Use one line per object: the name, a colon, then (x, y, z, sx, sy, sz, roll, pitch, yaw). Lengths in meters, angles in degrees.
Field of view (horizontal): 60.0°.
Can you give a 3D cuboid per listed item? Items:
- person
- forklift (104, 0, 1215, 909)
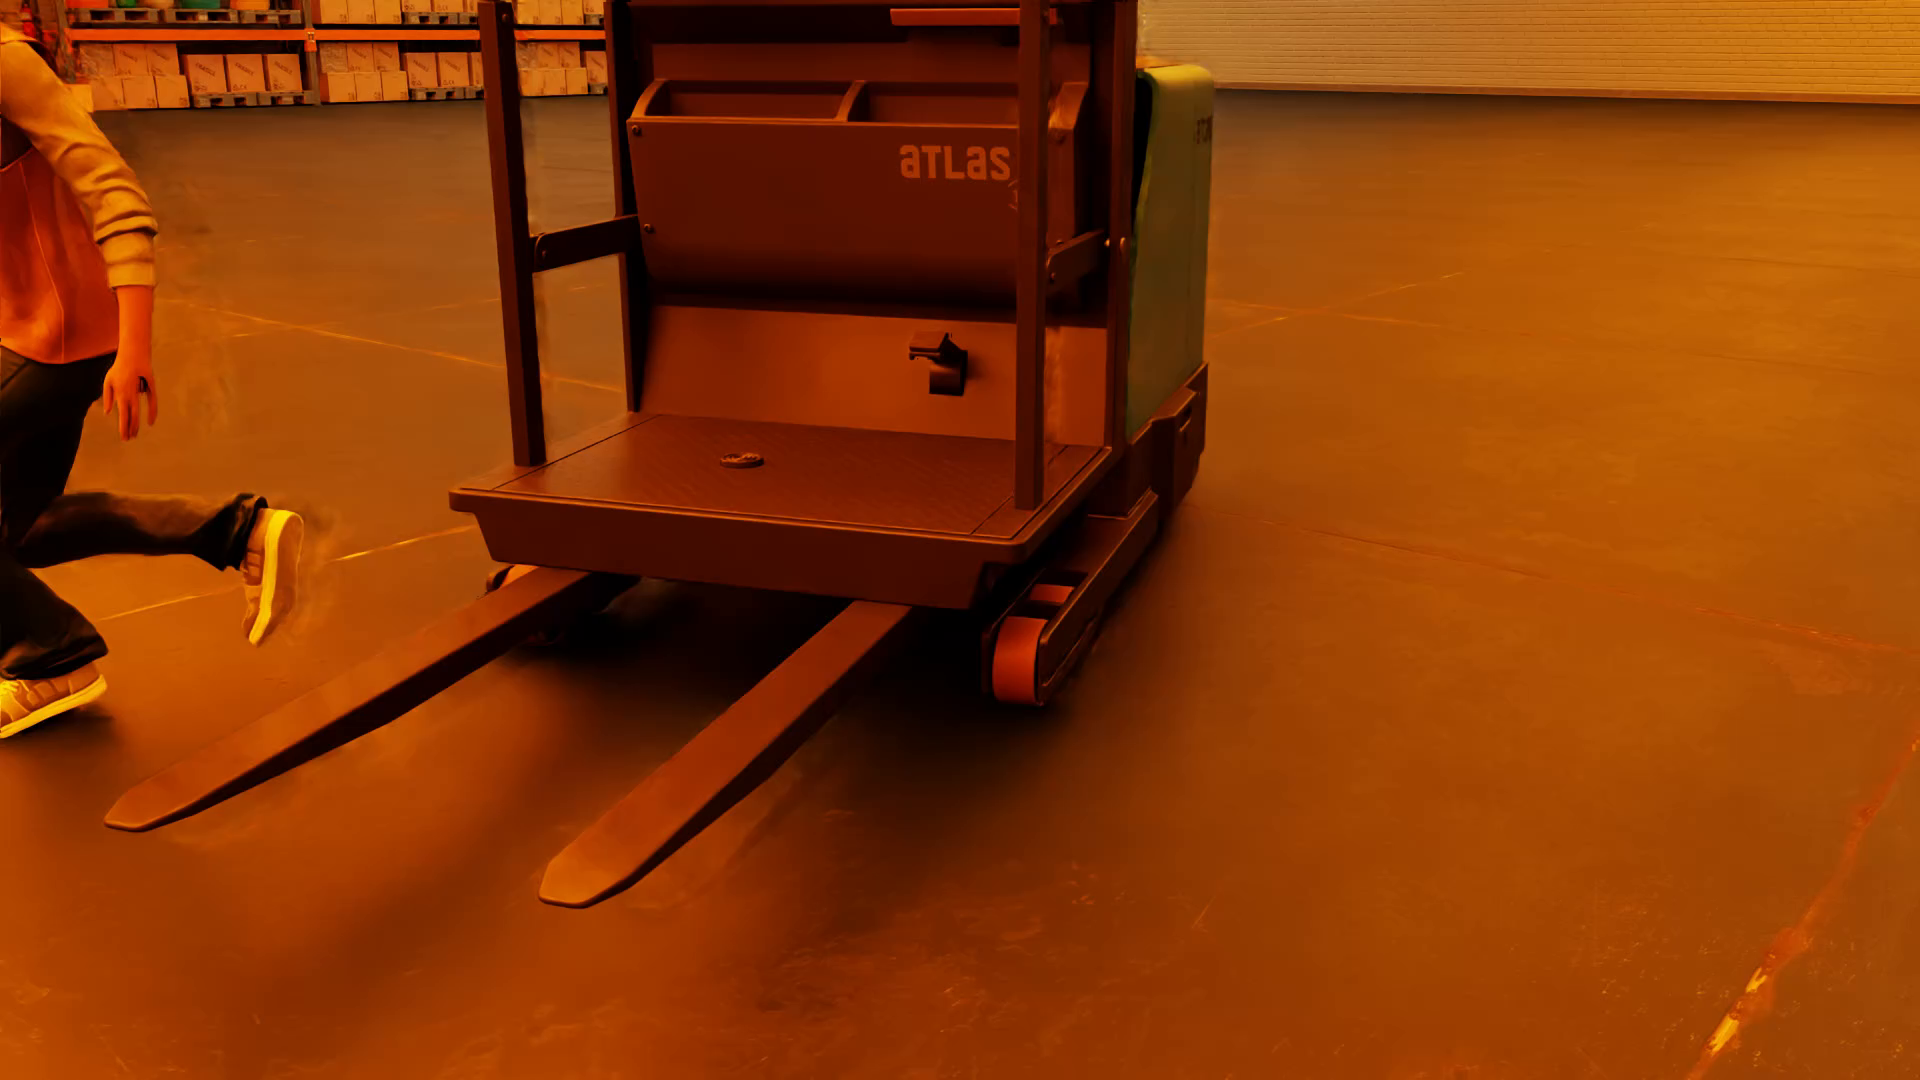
person: (-1.509, -0.339, 2.725, 0.751, 1.388, 0.542, -11, 20, -32)
forklift: (-0.271, -1.233, 2.957, 1.130, 2.935, 3.031, 5, 18, 17)
